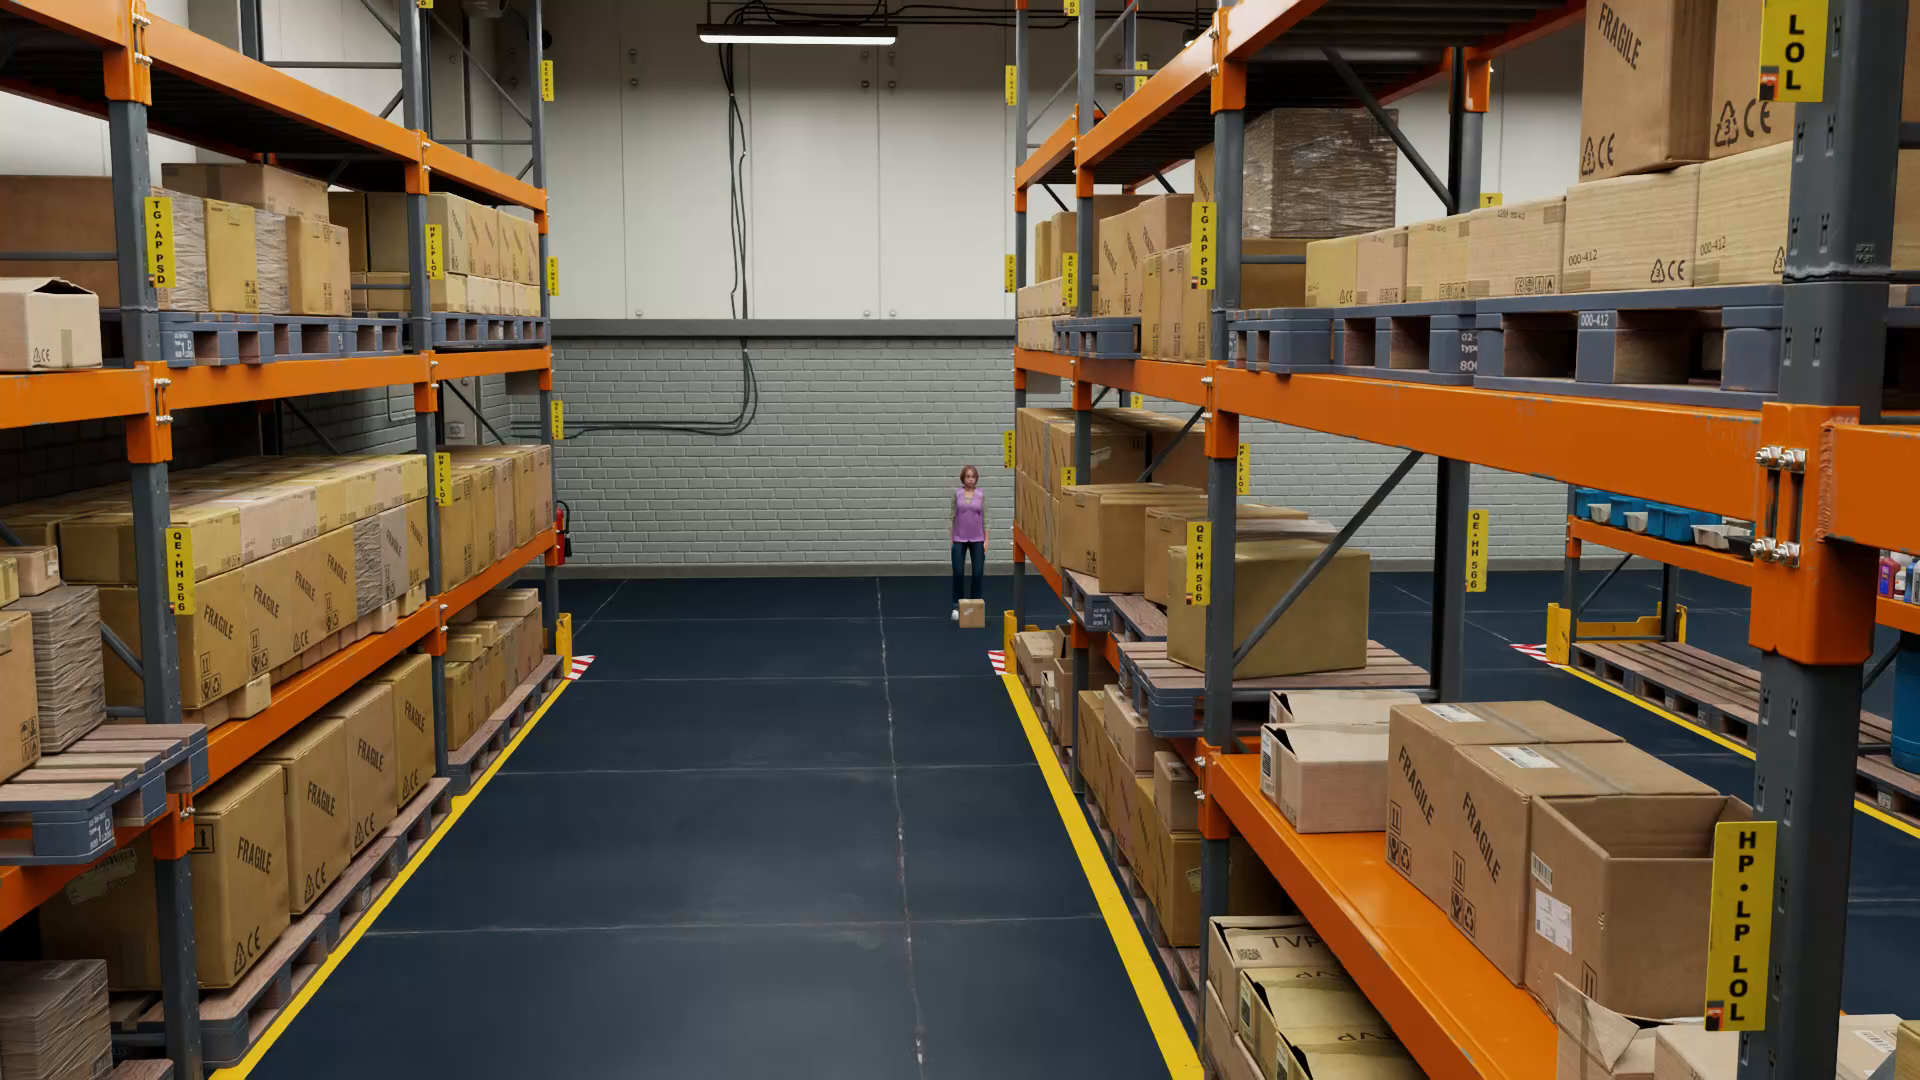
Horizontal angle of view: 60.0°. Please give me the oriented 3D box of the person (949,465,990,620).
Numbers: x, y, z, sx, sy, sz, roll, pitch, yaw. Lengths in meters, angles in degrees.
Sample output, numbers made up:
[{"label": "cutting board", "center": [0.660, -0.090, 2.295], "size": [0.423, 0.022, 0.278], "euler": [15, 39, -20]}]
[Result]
[{"label": "person", "center": [0.098, 0.034, 17.153], "size": [0.418, 1.622, 0.306], "euler": [0, 7, -2]}]
